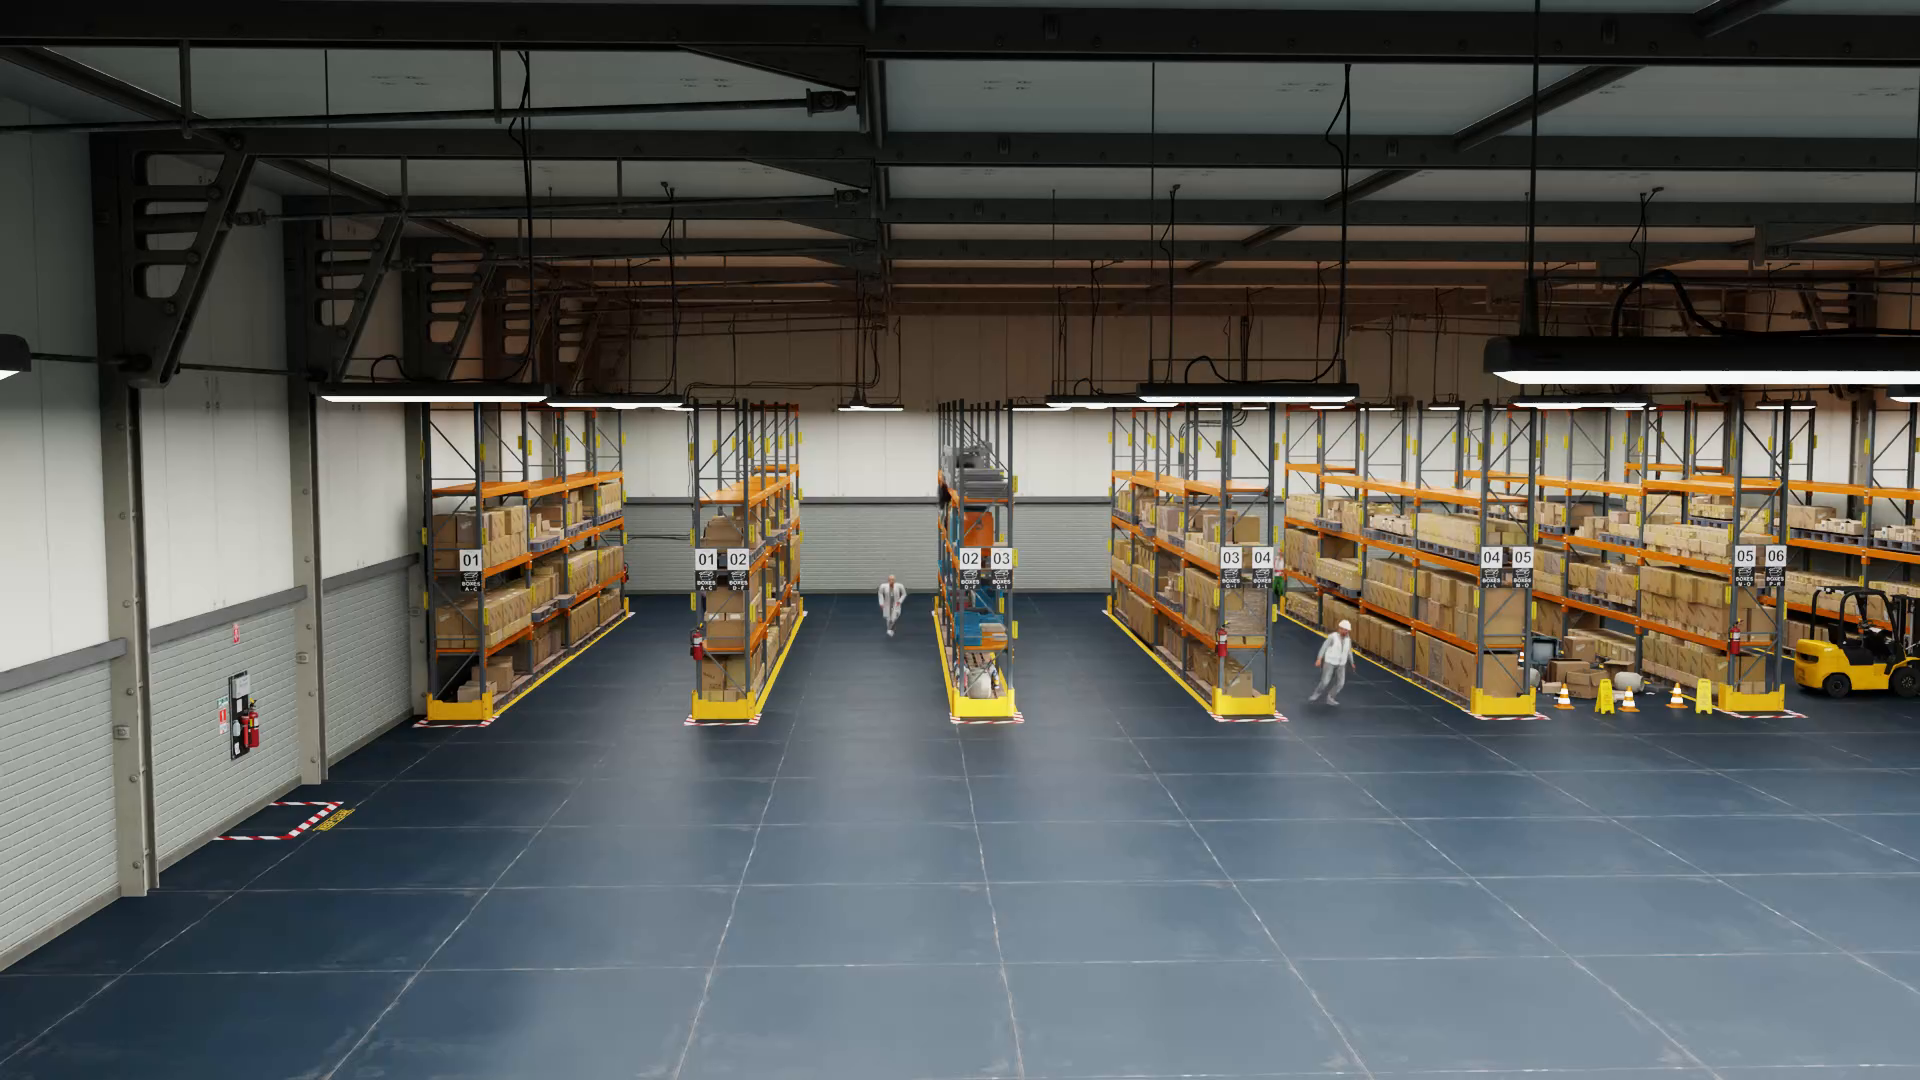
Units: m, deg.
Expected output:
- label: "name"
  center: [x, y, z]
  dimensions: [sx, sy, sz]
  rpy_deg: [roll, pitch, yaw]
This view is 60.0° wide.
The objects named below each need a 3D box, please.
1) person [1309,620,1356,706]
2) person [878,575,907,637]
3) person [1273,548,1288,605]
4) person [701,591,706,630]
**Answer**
- label: "person"
  center: [7.317, 2.396, 32.575]
  dimensions: [0.805, 1.694, 0.671]
  rpy_deg: [-1, 5, -19]
- label: "person"
  center: [-1.678, 1.643, 41.329]
  dimensions: [0.704, 1.590, 0.790]
  rpy_deg: [0, 4, -1]
- label: "person"
  center: [9.515, 1.092, 49.487]
  dimensions: [0.648, 1.744, 0.599]
  rpy_deg: [3, 5, 35]
- label: "person"
  center: [-6.547, 1.635, 43.290]
  dimensions: [0.599, 1.666, 0.901]
  rpy_deg: [0, 4, 4]
